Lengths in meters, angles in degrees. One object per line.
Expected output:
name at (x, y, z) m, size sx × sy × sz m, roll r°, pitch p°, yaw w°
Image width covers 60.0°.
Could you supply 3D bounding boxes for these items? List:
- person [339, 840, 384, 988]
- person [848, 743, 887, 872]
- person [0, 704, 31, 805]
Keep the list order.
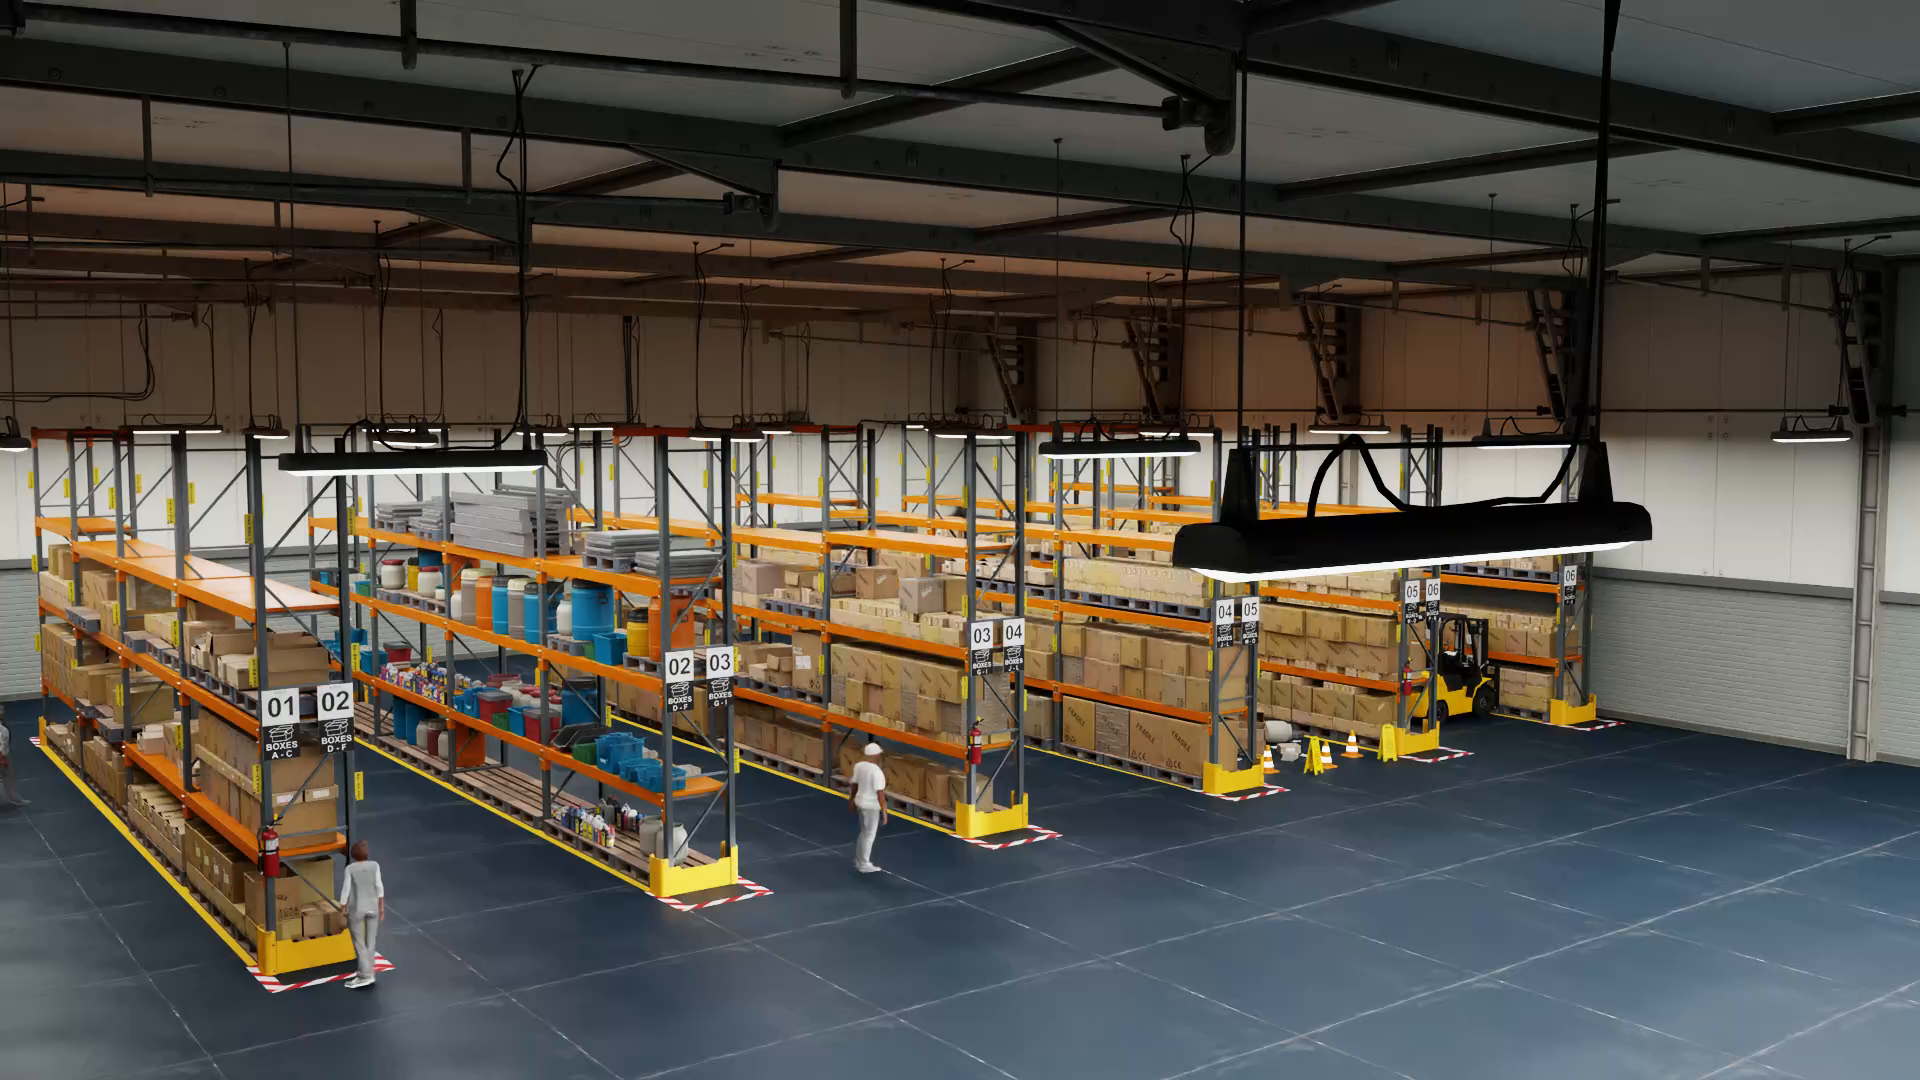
person at (-6.570, 4.098, 18.280) m, size 0.462 × 1.615 × 0.351 m, roll -3°, pitch 5°, yaw -34°
person at (-1.228, 3.662, 22.803) m, size 0.403 × 1.761 × 0.700 m, roll -3°, pitch 5°, yaw -30°
person at (-15.192, 3.432, 26.346) m, size 0.608 × 1.683 × 0.646 m, roll -1°, pitch 5°, yaw -8°
